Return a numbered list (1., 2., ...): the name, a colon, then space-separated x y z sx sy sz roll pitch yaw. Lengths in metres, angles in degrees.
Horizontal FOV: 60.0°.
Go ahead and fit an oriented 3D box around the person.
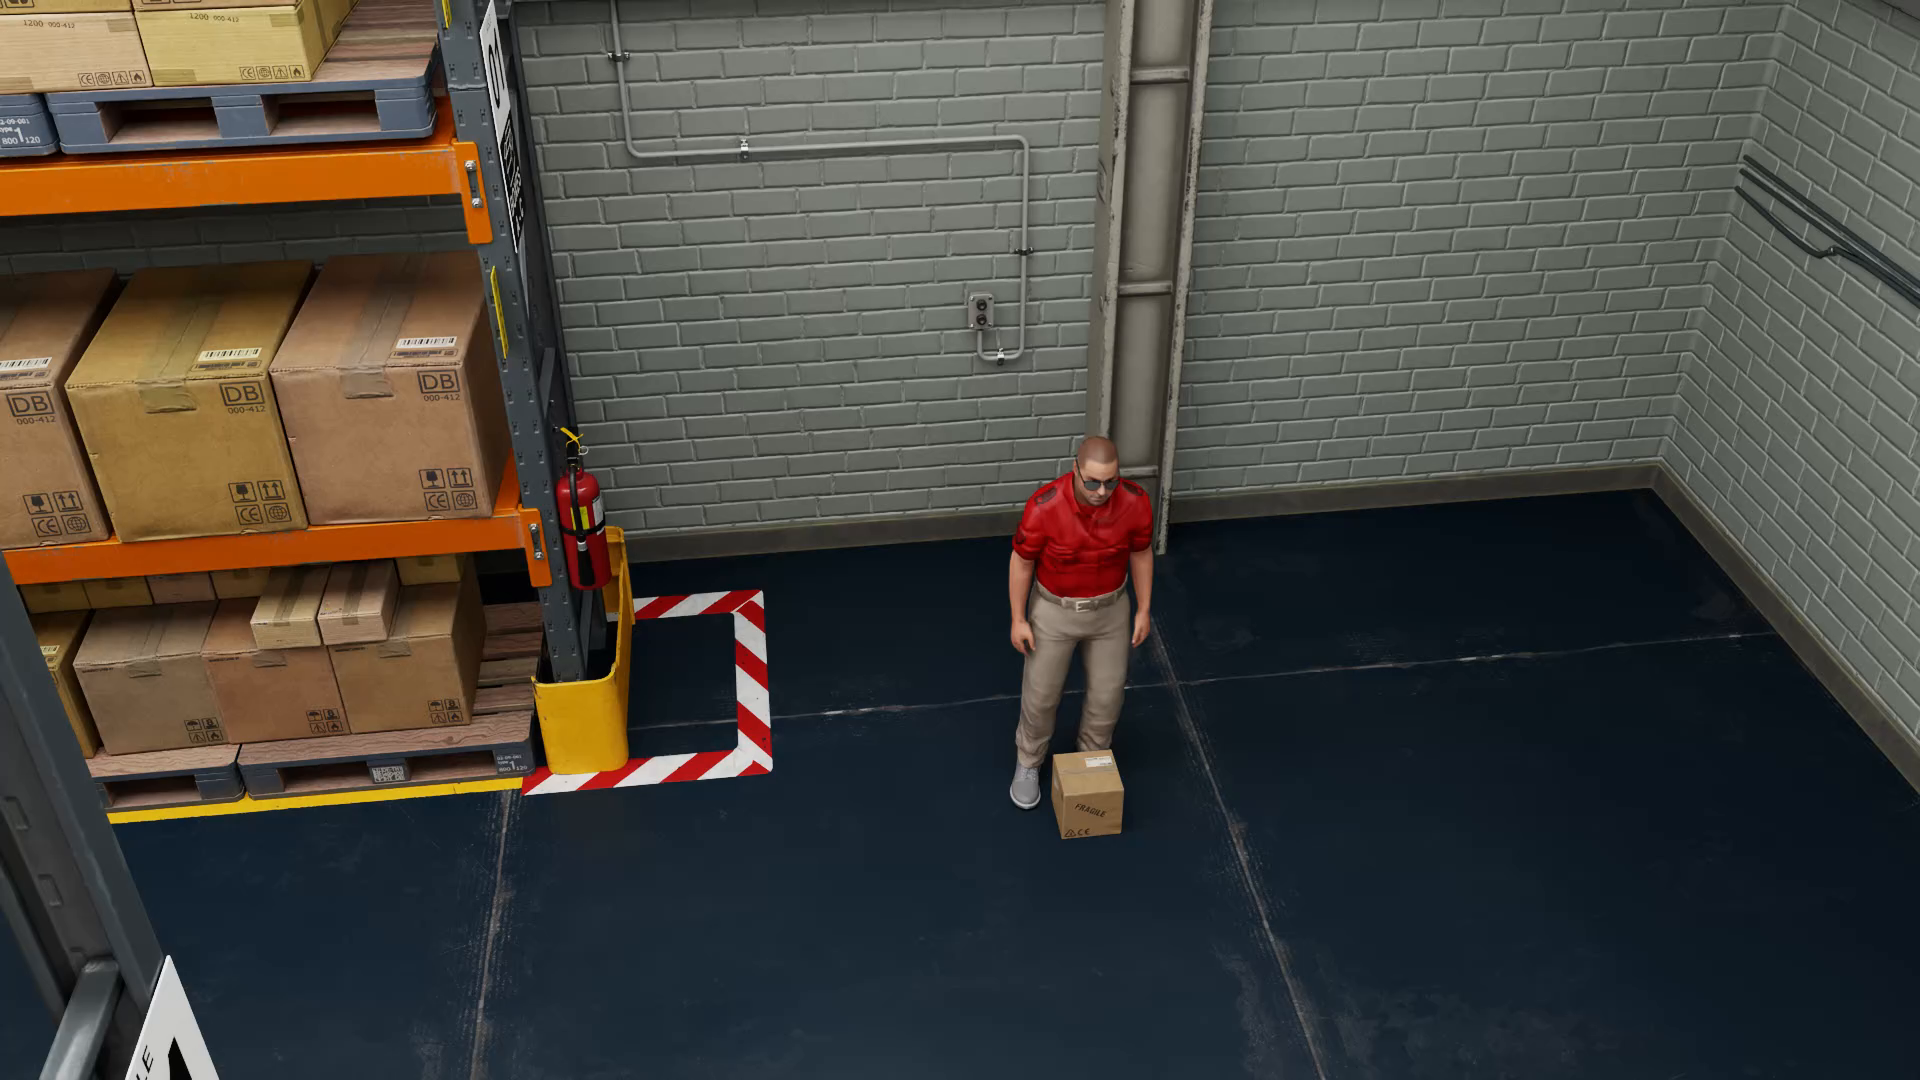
1. person: 0.490 0.317 6.696 0.586 1.727 0.423 -5 35 -7
